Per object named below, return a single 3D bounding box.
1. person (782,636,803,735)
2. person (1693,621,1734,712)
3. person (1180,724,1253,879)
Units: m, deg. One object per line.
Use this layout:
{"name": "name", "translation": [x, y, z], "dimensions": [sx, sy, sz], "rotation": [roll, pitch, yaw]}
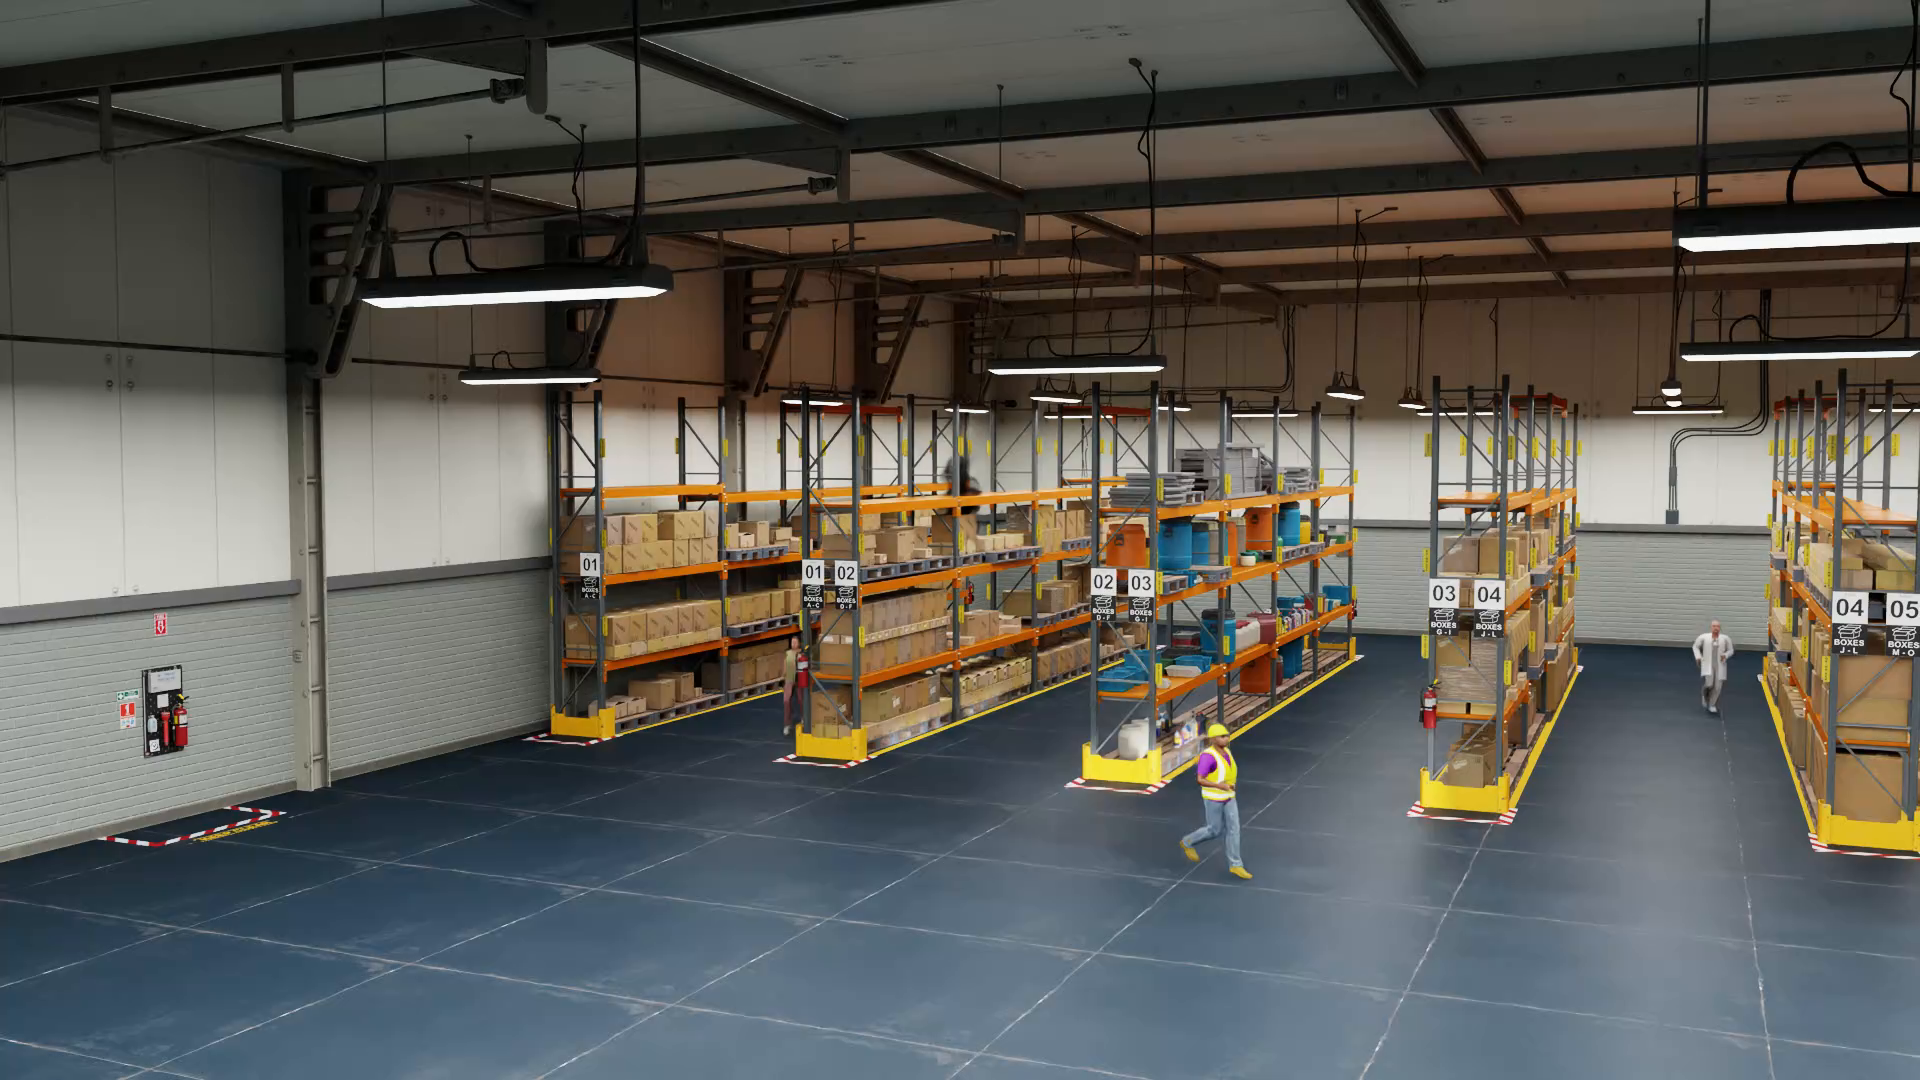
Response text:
{"name": "person", "translation": [-2.892, 2.529, 29.313], "dimensions": [0.557, 1.701, 0.879], "rotation": [1, 3, 12]}
{"name": "person", "translation": [14.247, 2.395, 31.424], "dimensions": [0.700, 1.729, 0.627], "rotation": [1, 3, 17]}
{"name": "person", "translation": [3.018, 3.039, 19.518], "dimensions": [0.700, 1.772, 0.963], "rotation": [-3, 4, -45]}
